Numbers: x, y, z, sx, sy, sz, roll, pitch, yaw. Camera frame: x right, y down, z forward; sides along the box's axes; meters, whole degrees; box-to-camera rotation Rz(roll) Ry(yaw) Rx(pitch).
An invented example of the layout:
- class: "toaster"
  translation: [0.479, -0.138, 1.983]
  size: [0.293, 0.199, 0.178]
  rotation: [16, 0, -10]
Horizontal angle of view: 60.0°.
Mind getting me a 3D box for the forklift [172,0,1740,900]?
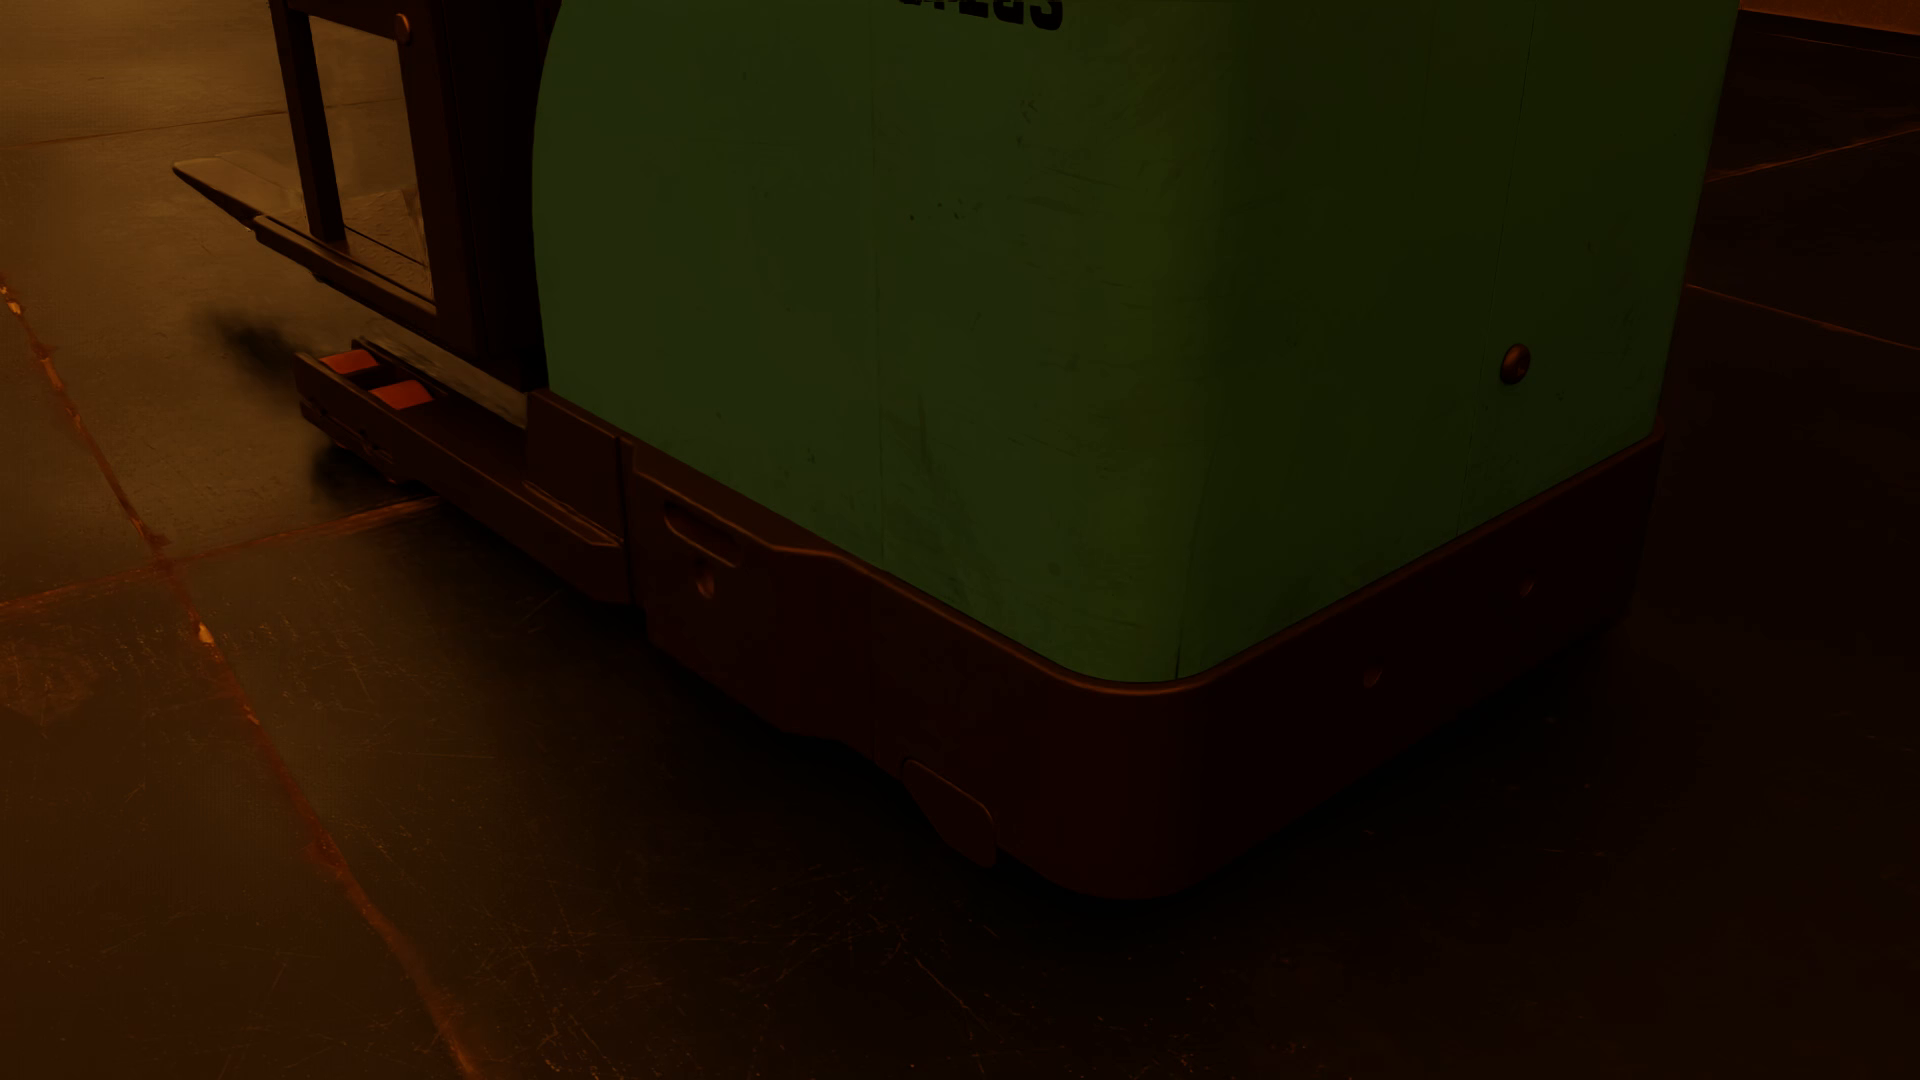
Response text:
- class: "forklift"
  translation: [-0.466, -1.533, 2.287]
  size: [1.130, 2.935, 3.031]
  rotation: [-22, 34, -37]
